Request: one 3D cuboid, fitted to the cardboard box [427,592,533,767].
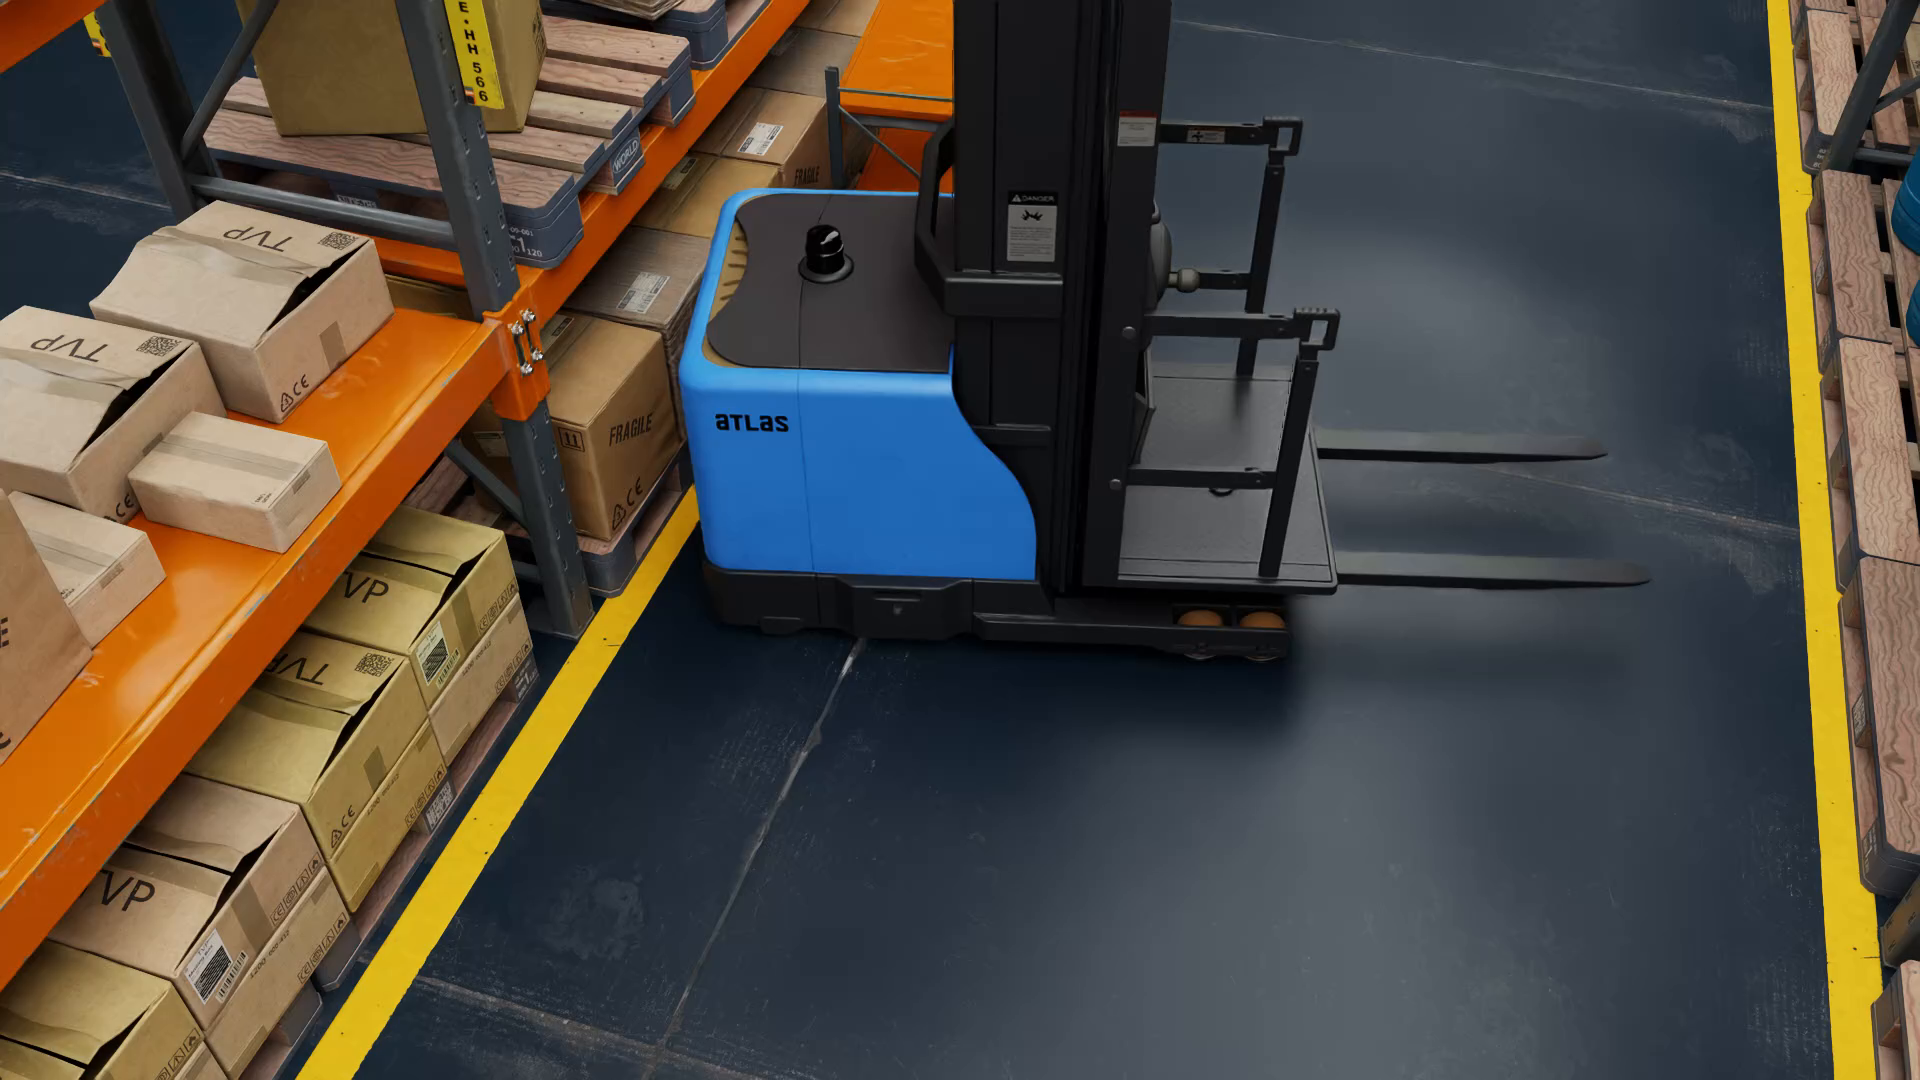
[{"bbox_3d":[-1.626,0.347,4.916,0.500,0.250,0.500,14,46,13],"label":"cardboard box"}]

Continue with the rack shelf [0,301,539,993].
[{"bbox_3d":[-2.305,0.703,3.402,1.077,0.370,4.000,13,46,13],"label":"rack shelf"}]

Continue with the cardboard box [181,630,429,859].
[{"bbox_3d":[-1.774,0.494,4.366,0.500,0.311,0.500,12,46,12],"label":"cardboard box"}]

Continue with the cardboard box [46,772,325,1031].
[{"bbox_3d":[-1.929,0.829,4.022,0.500,0.311,0.500,12,46,12],"label":"cardboard box"}]

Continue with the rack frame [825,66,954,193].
[{"bbox_3d":[-0.226,-1.221,6.194,0.500,1.125,0.032,8,45,8],"label":"rack frame"}]

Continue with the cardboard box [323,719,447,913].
[{"bbox_3d":[-1.778,0.692,4.564,0.500,0.250,0.500,12,46,12],"label":"cardboard box"}]

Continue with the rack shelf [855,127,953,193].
[{"bbox_3d":[-0.130,-1.396,6.722,0.538,0.278,1.000,8,45,8],"label":"rack shelf"}]

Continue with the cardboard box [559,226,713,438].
[{"bbox_3d":[-1.135,-0.745,5.839,0.500,0.500,0.500,11,45,11],"label":"cardboard box"}]

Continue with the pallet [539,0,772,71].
[{"bbox_3d":[-1.114,-2.116,5.905,1.003,0.211,1.213,13,46,13],"label":"pallet"}]

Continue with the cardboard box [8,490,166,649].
[{"bbox_3d":[-2.031,0.064,3.719,0.380,0.149,0.250,16,47,15],"label":"cardboard box"}]

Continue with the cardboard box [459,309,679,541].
[{"bbox_3d":[-1.289,-0.394,5.481,0.500,0.500,0.500,14,46,14],"label":"cardboard box"}]

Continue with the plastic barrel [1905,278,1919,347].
[{"bbox_3d":[3.837,-1.071,5.900,0.600,0.901,0.708,13,46,13],"label":"plastic barrel"}]

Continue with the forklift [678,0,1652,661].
[{"bbox_3d":[0.710,-1.042,4.719,3.031,2.935,1.130,2,44,2],"label":"forklift"}]

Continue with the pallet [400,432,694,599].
[{"bbox_3d":[-1.437,-0.381,5.988,1.003,0.211,1.213,13,46,13],"label":"pallet"}]

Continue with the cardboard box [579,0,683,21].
[{"bbox_3d":[-1.157,-2.086,5.366,0.700,0.500,0.500,21,48,20],"label":"cardboard box"}]

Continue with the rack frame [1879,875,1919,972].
[{"bbox_3d":[3.021,0.164,3.438,1.000,3.000,0.127,13,46,13],"label":"rack frame"}]

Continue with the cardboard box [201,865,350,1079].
[{"bbox_3d":[-1.934,1.026,4.222,0.500,0.250,0.500,14,46,13],"label":"cardboard box"}]

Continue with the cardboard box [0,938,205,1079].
[{"bbox_3d":[-2.083,1.163,3.682,0.500,0.311,0.500,14,46,14],"label":"cardboard box"}]

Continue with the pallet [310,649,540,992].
[{"bbox_3d":[-1.985,0.649,4.935,1.003,0.211,1.213,13,46,13],"label":"pallet"}]

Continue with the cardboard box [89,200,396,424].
[{"bbox_3d":[-1.851,-0.623,4.305,0.500,0.311,0.500,15,46,15],"label":"cardboard box"}]

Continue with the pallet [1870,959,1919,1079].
[{"bbox_3d":[2.749,1.669,3.894,1.003,0.211,1.213,13,46,13],"label":"pallet"}]

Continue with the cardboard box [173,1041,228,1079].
[{"bbox_3d":[-2.087,1.370,3.871,0.500,0.250,0.500,13,46,13],"label":"cardboard box"}]

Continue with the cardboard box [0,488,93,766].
[{"bbox_3d":[-2.191,0.198,3.331,0.500,0.500,0.500,10,45,10],"label":"cardboard box"}]

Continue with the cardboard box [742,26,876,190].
[{"bbox_3d":[-0.674,-1.766,6.883,0.500,0.500,0.500,13,46,13],"label":"cardboard box"}]

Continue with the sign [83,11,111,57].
[{"bbox_3d":[-2.219,-1.382,4.246,0.100,0.325,0.005,13,46,13],"label":"sign"}]

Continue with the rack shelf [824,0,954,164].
[{"bbox_3d":[-0.130,-1.780,6.346,0.538,0.278,1.000,8,45,8],"label":"rack shelf"}]

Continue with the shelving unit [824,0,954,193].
[{"bbox_3d":[-0.130,-1.571,6.551,0.538,1.125,1.048,8,45,8],"label":"shelving unit"}]

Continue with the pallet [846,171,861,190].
[{"bbox_3d":[-1.065,-1.191,6.816,1.003,0.211,1.213,13,46,13],"label":"pallet"}]

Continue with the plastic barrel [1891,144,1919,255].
[{"bbox_3d":[4.051,-1.543,6.383,0.600,0.901,0.708,13,46,13],"label":"plastic barrel"}]

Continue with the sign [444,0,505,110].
[{"bbox_3d":[-1.169,-1.186,3.990,0.100,0.325,0.005,13,46,13],"label":"sign"}]

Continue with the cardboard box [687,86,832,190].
[{"bbox_3d":[-0.826,-1.427,6.536,0.500,0.500,0.500,11,45,11],"label":"cardboard box"}]

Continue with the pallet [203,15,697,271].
[{"bbox_3d":[-1.560,-1.286,5.057,1.213,0.211,1.003,13,46,13],"label":"pallet"}]

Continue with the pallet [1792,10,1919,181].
[{"bbox_3d":[4.418,-2.004,7.647,1.003,0.211,1.213,13,46,13],"label":"pallet"}]

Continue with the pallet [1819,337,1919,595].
[{"bbox_3d":[3.591,-0.184,5.787,1.003,0.211,1.213,13,46,13],"label":"pallet"}]

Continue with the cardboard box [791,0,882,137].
[{"bbox_3d":[-0.522,-2.100,7.224,0.500,0.500,0.500,13,46,13],"label":"cardboard box"}]

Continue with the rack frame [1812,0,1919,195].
[{"bbox_3d":[4.232,-2.502,6.162,1.000,3.000,0.127,13,46,13],"label":"rack frame"}]

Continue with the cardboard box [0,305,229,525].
[{"bbox_3d":[-2.154,-0.301,3.976,0.500,0.311,0.500,12,46,12],"label":"cardboard box"}]

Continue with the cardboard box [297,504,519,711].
[{"bbox_3d":[-1.623,0.146,4.721,0.500,0.311,0.500,14,46,14],"label":"cardboard box"}]

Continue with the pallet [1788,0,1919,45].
[{"bbox_3d":[4.785,-2.820,8.481,1.003,0.211,1.213,13,46,13],"label":"pallet"}]

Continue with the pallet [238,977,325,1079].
[{"bbox_3d":[-2.357,1.460,4.107,1.003,0.211,1.213,13,46,13],"label":"pallet"}]

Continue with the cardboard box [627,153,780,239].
[{"bbox_3d":[-0.979,-1.078,6.179,0.500,0.500,0.500,12,46,12],"label":"cardboard box"}]

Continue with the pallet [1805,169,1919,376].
[{"bbox_3d":[3.959,-1.000,6.621,1.003,0.211,1.213,13,46,13],"label":"pallet"}]

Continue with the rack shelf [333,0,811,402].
[{"bbox_3d":[-1.093,-1.964,6.126,1.077,0.370,4.000,13,46,13],"label":"rack shelf"}]

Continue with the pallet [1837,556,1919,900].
[{"bbox_3d":[3.220,0.626,4.959,1.003,0.211,1.213,13,46,13],"label":"pallet"}]

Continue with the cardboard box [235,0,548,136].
[{"bbox_3d":[-1.616,-1.517,4.784,0.700,0.500,0.500,-1,44,-1],"label":"cardboard box"}]

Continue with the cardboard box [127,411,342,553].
[{"bbox_3d":[-1.708,-0.140,3.928,0.380,0.149,0.250,13,46,13],"label":"cardboard box"}]

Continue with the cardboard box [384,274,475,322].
[{"bbox_3d":[-1.639,-0.825,5.921,0.500,0.500,0.500,14,46,14],"label":"cardboard box"}]

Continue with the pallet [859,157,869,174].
[{"bbox_3d":[-0.698,-2.007,7.650,1.003,0.211,1.213,13,46,13],"label":"pallet"}]

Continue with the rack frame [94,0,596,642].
[{"bbox_3d":[-1.699,-0.888,4.512,1.000,3.000,0.127,13,46,13],"label":"rack frame"}]
